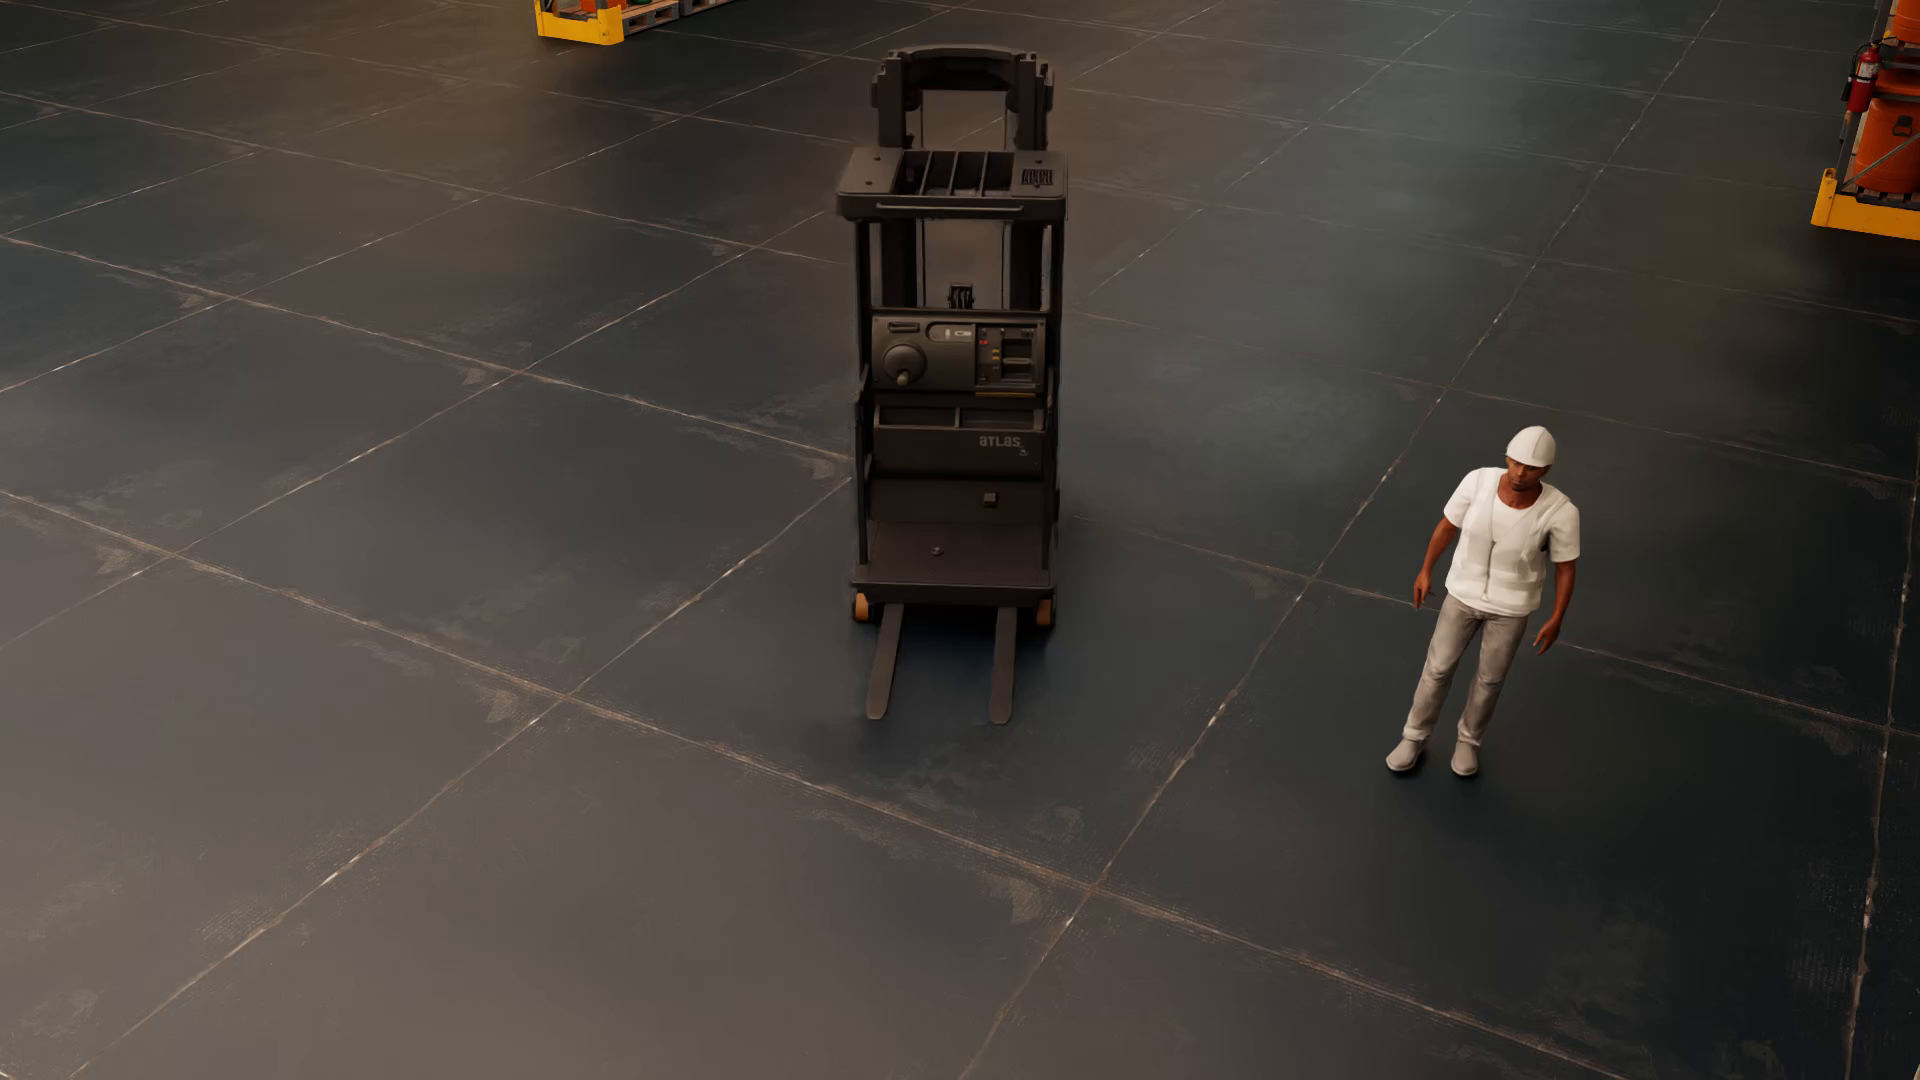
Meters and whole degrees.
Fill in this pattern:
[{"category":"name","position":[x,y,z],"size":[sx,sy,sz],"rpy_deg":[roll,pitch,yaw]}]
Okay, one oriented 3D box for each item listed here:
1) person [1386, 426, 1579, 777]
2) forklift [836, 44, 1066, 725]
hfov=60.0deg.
[{"category":"person","position":[2.428,0.309,7.695],"size":[0.696,1.771,0.572],"rpy_deg":[17,34,26]},{"category":"forklift","position":[-0.018,-0.955,8.725],"size":[1.130,2.935,3.031],"rpy_deg":[2,30,3]}]
